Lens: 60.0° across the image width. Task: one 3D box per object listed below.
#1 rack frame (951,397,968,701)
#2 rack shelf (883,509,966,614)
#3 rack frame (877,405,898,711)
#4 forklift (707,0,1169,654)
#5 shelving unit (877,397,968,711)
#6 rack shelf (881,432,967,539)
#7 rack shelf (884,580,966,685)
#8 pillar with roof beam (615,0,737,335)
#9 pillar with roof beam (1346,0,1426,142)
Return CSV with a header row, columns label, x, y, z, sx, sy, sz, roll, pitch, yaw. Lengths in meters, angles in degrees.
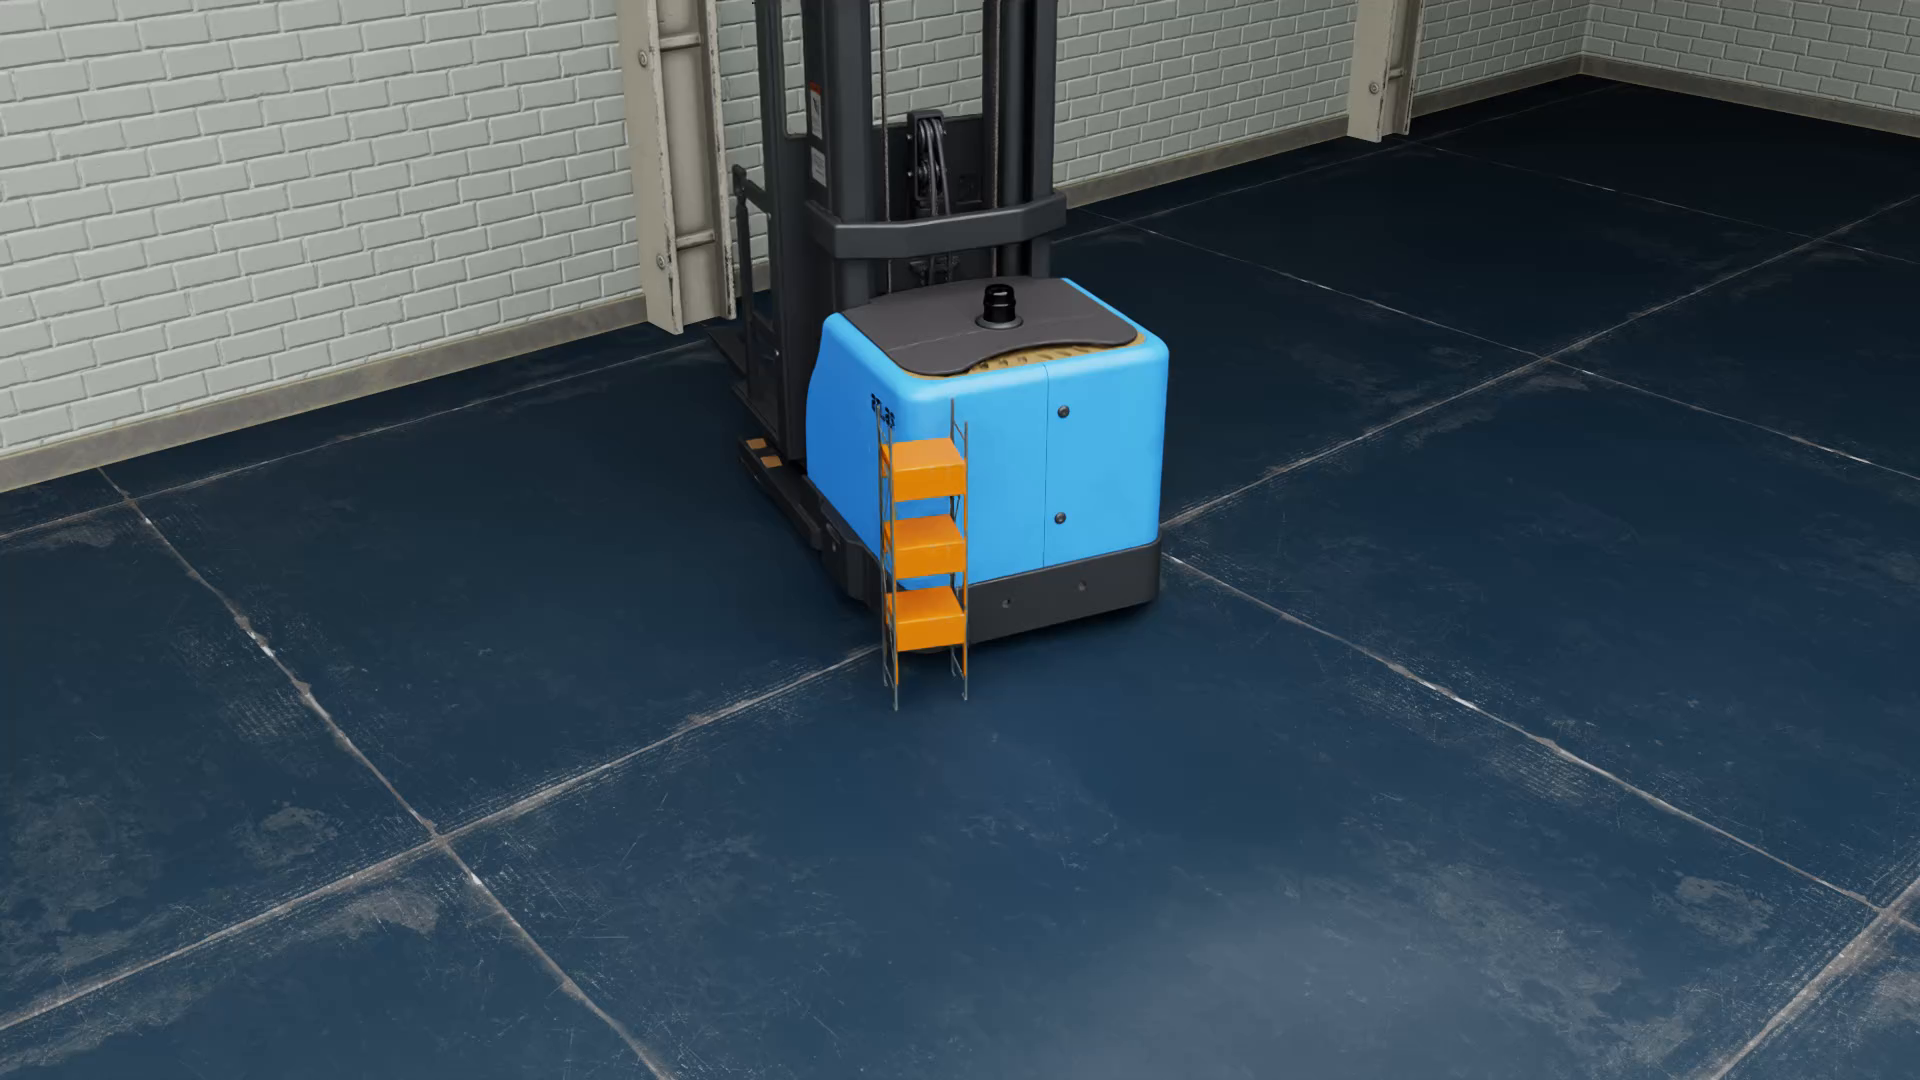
label,x,y,z,sx,sy,sz,roll,pitch,yaw
rack frame,-0.003,0.046,5.548,0.008,1.050,0.200,-7,29,-13
rack shelf,-0.121,0.070,5.526,0.240,0.259,0.215,-7,29,-13
rack frame,-0.239,0.075,5.494,0.008,1.050,0.200,-7,29,-13
forklift,-0.323,-1.565,6.568,1.130,2.935,3.031,-12,30,-21
shelving unit,-0.121,0.061,5.521,0.252,1.050,0.215,-7,29,-13
rack shelf,-0.121,-0.179,5.390,0.240,0.259,0.215,-7,29,-13
rack shelf,-0.122,0.314,5.659,0.240,0.259,0.215,-7,29,-13
pillar with roof beam,1.341,-3.624,3.983,0.400,9.000,9.100,-22,35,-35
pillar with roof beam,5.905,-5.459,7.418,0.400,9.000,9.100,-22,35,-35
